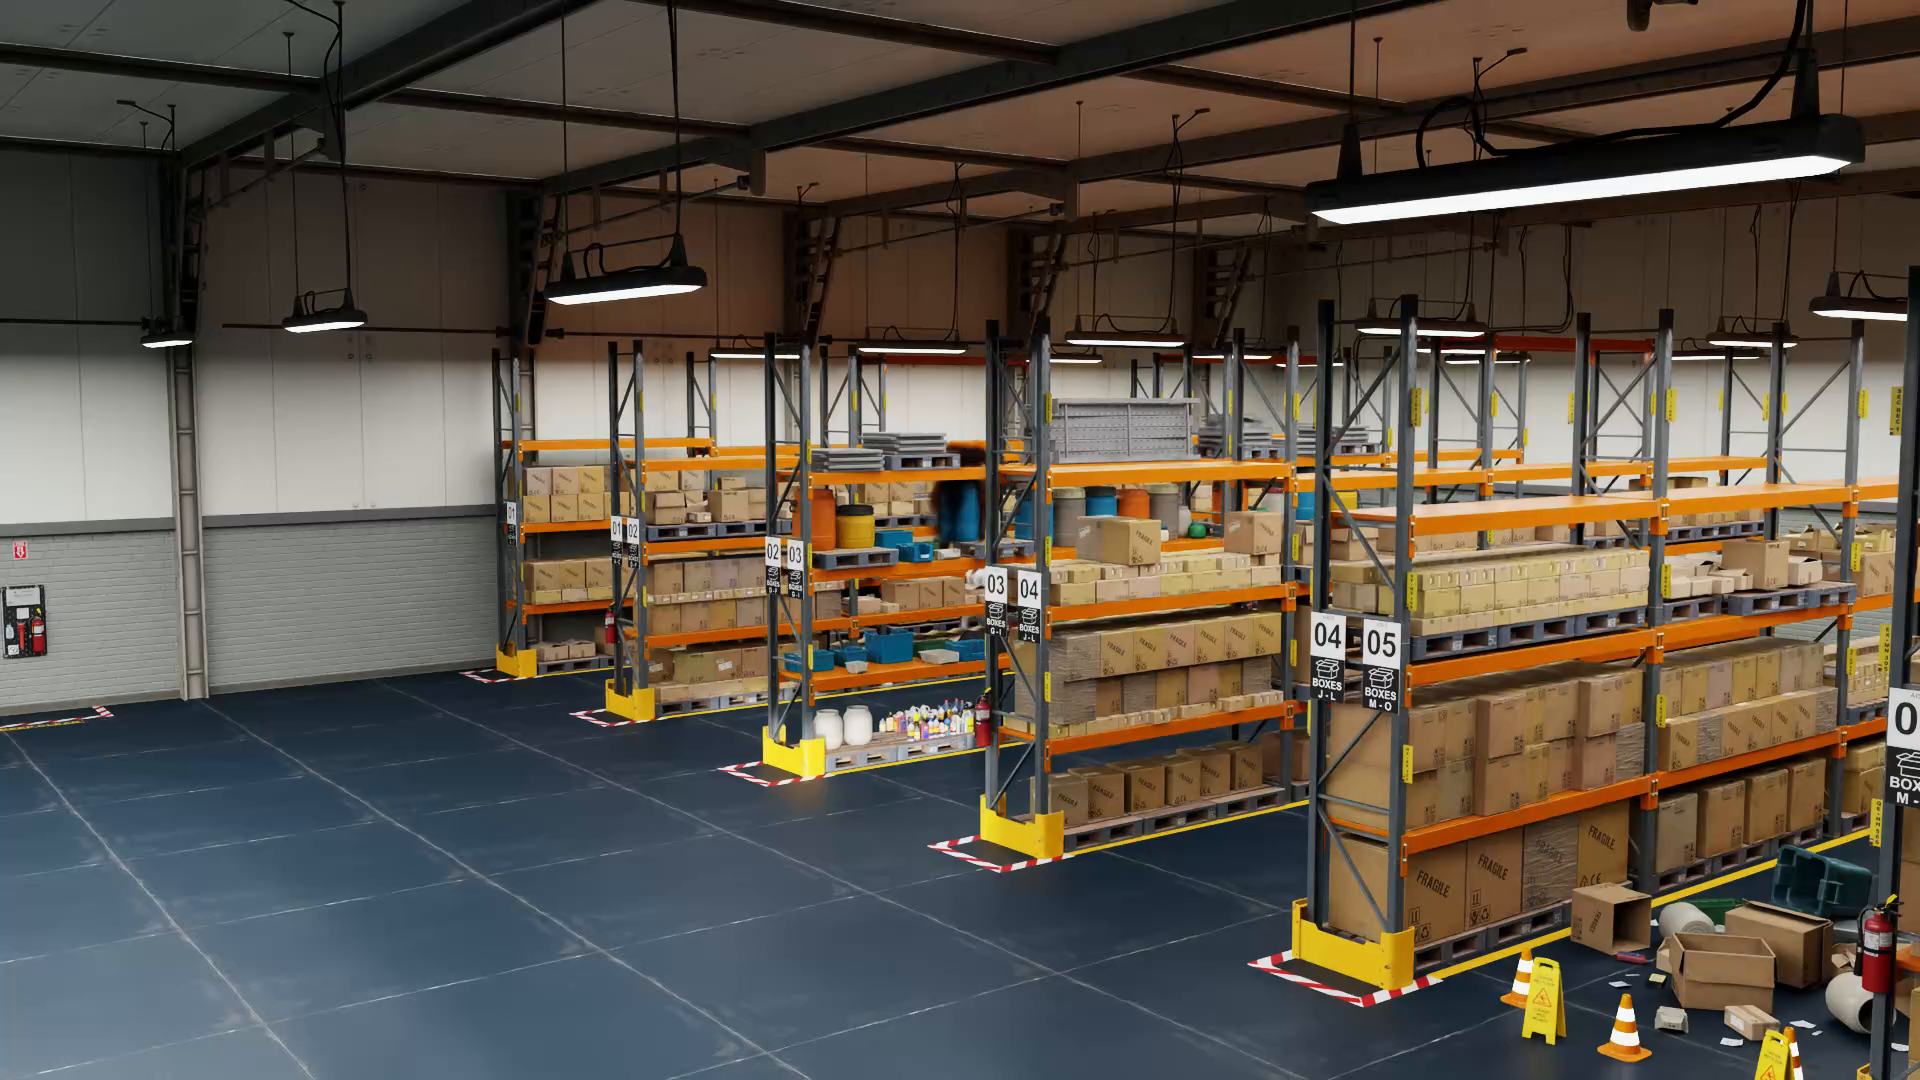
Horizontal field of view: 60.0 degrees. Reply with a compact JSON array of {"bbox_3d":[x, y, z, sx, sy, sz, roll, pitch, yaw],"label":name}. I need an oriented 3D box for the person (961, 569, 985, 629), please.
[{"bbox_3d":[0.300,1.239,34.861,0.696,1.742,1.088,4,7,41],"label":"person"}]

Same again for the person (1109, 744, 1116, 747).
[{"bbox_3d":[2.303,2.204,24.529,0.544,1.577,0.908,3,6,33],"label":"person"}]
